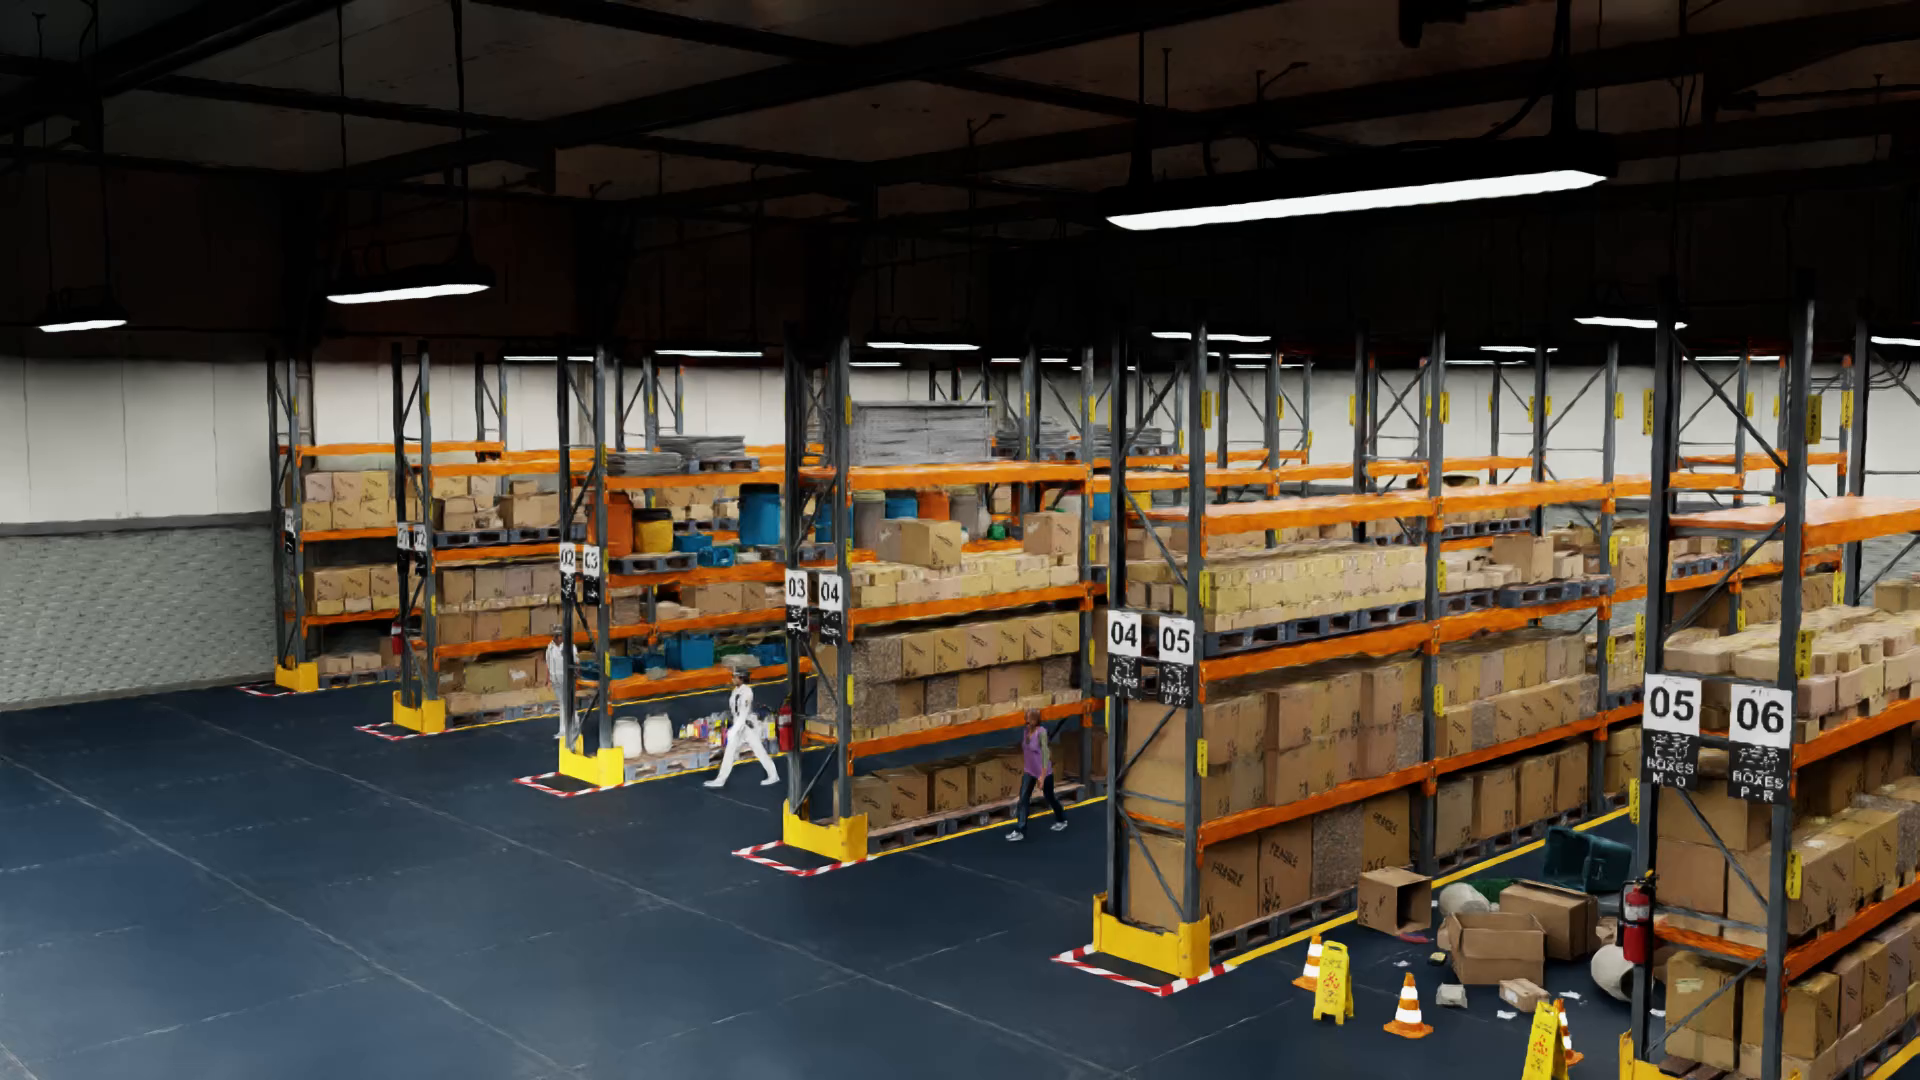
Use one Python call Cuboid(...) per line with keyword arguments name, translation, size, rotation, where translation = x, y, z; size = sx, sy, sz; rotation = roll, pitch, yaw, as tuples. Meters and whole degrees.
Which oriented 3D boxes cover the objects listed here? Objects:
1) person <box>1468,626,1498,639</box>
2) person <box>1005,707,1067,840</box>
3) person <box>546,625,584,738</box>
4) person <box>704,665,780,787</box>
Cuboid(name="person", translation=(8.264, 2.031, 26.099), size=(0.729, 1.699, 0.546), rotation=(5, 7, 44))
Cuboid(name="person", translation=(0.926, 2.708, 19.424), size=(0.430, 1.540, 0.948), rotation=(5, 7, 45))
Cuboid(name="person", translation=(-6.048, 2.126, 25.331), size=(0.585, 1.712, 0.976), rotation=(2, 5, 23))
Cuboid(name="person", translation=(-2.856, 2.446, 21.879), size=(0.997, 1.621, 0.482), rotation=(-3, 6, -35))
